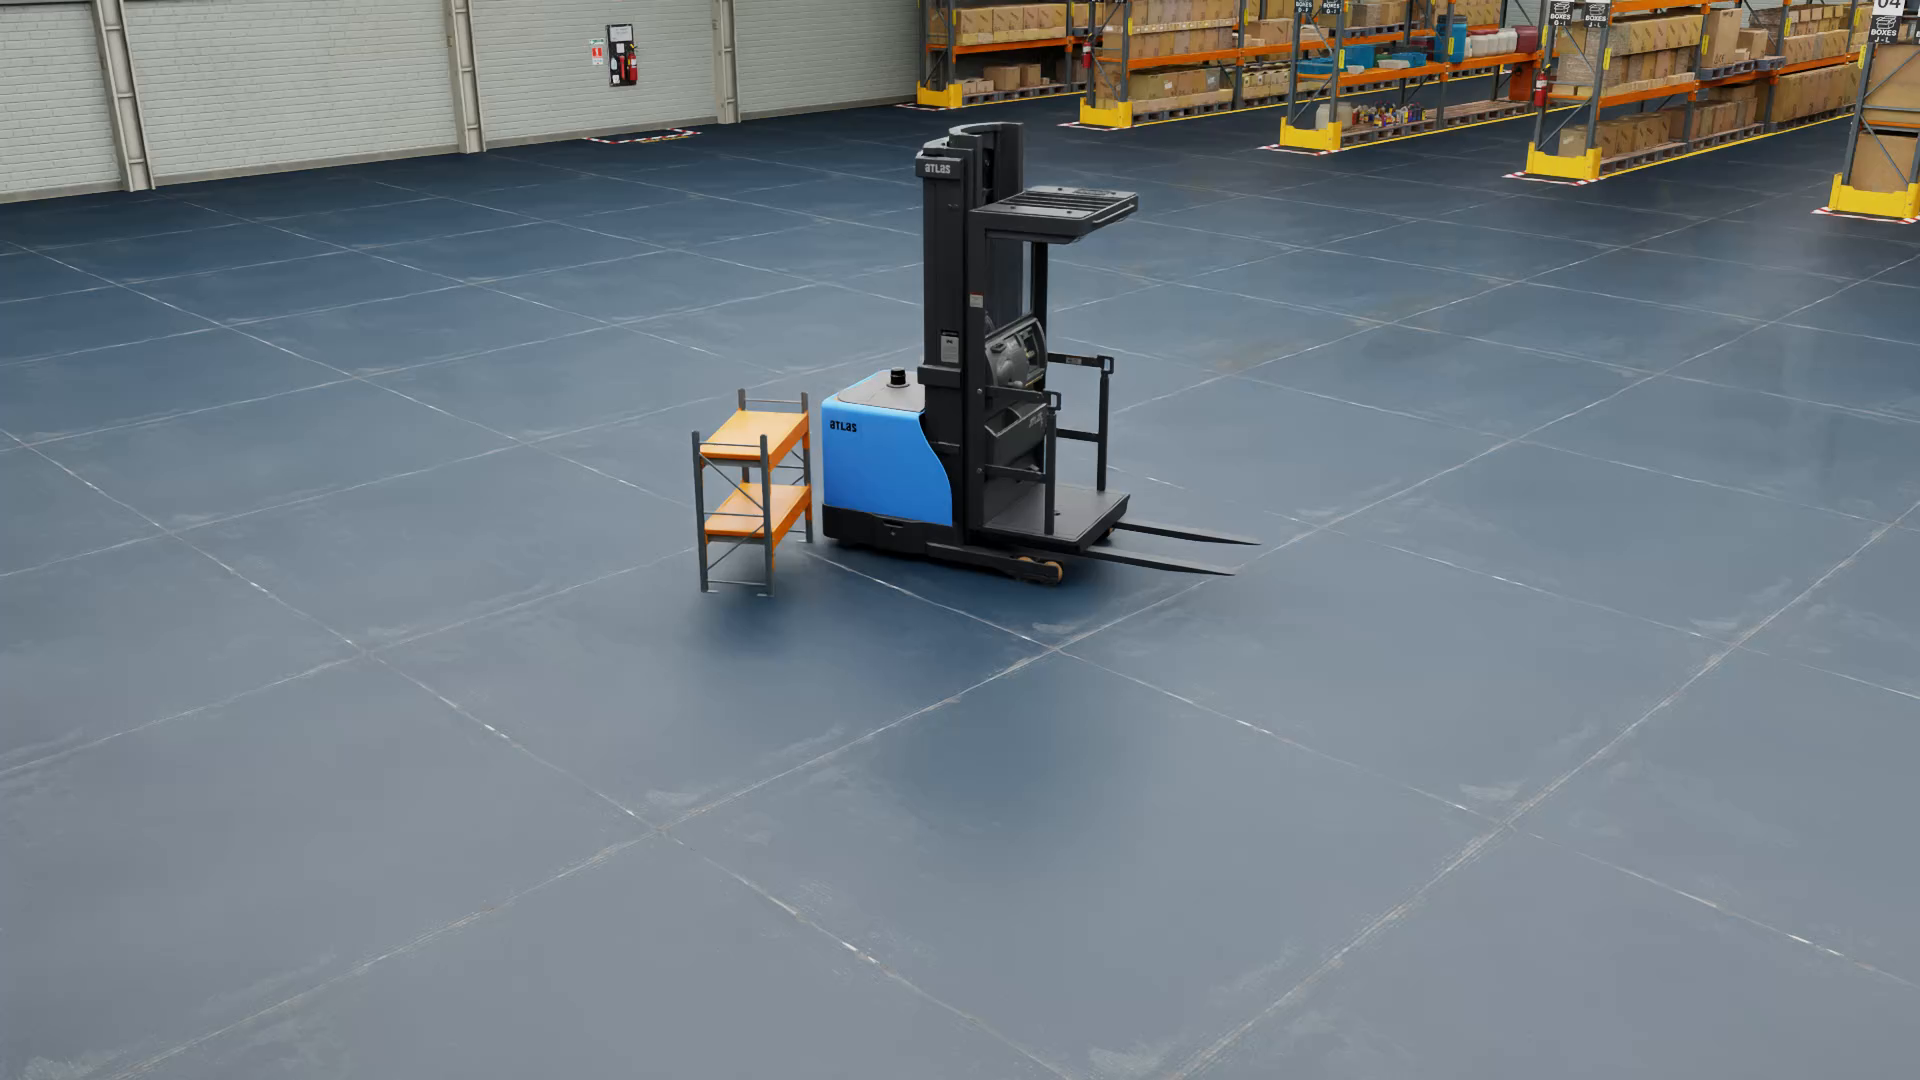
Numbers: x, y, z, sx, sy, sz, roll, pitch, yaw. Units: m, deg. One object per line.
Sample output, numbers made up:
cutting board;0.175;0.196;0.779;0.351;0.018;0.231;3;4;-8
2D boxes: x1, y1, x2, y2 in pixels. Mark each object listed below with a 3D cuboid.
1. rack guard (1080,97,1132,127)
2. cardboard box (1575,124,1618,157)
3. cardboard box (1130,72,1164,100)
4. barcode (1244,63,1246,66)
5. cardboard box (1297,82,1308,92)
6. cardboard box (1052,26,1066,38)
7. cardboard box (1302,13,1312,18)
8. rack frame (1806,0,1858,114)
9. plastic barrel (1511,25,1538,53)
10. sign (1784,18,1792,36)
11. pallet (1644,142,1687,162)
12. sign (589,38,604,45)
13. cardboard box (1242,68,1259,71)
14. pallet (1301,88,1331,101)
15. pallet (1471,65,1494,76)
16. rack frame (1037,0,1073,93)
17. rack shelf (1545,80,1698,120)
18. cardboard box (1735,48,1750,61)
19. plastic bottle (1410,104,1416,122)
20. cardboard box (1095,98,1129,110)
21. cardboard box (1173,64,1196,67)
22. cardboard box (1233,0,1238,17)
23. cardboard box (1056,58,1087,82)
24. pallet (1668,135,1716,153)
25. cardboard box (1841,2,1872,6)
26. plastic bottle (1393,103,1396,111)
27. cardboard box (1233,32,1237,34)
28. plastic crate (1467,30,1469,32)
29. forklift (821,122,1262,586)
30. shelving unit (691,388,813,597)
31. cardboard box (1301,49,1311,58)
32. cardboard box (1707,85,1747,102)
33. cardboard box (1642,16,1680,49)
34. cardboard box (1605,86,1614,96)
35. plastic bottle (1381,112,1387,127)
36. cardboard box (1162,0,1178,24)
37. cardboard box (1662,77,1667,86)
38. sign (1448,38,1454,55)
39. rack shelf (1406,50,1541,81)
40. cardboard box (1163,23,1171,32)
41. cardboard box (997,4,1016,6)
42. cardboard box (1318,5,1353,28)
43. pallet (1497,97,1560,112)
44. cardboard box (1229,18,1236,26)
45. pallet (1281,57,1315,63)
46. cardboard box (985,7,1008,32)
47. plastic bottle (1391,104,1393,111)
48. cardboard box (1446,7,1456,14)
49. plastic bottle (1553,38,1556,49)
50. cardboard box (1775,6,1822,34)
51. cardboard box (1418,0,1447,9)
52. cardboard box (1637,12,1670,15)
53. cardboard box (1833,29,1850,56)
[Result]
rack guard;3.016;-8.863;34.437;1.175;0.500;0.348;19;28;41
cardboard box;10.968;-6.903;28.753;0.500;0.500;0.500;-12;24;-28
cardboard box;3.914;-9.510;34.837;0.500;0.500;0.500;19;28;41
barcode;6.299;-10.512;36.776;0.001;0.075;0.075;19;28;41
cardboard box;7.711;-10.547;38.581;0.500;0.250;0.500;-19;28;-41
cardboard box;2.158;-12.045;39.412;0.500;0.250;0.500;19;28;41
cardboard box;9.256;-15.011;46.529;0.980;0.700;0.700;18;27;38
rack frame;18.499;-10.640;35.577;1.000;3.000;0.127;19;28;41
plastic barrel;12.053;-10.720;35.595;0.600;0.536;0.708;19;28;41
sign;16.104;-9.982;32.361;0.100;0.325;0.005;19;28;41
pallet;12.475;-7.101;30.255;1.003;0.211;1.213;19;28;41
sign;-7.038;-9.650;32.212;0.001;0.109;0.331;19;28;41
cardboard box;6.608;-10.677;38.139;0.500;0.311;0.500;19;28;40
pallet;8.011;-10.589;39.330;1.003;0.211;1.213;19;28;41
pallet;13.586;-12.622;44.621;1.003;0.211;1.213;19;28;41
rack frame;2.271;-12.303;39.903;1.000;3.000;0.127;19;28;41
rack shelf;11.523;-7.734;29.018;1.077;0.370;4.000;19;28;41
cardboard box;14.739;-9.249;31.559;0.396;0.266;0.258;18;28;39
plastic bottle;8.993;-8.505;33.101;0.144;0.351;0.185;18;27;38
cardboard box;3.195;-9.160;34.973;0.500;0.250;0.500;19;28;41
cardboard box;4.932;-10.155;36.517;0.500;0.500;0.500;19;28;41
cardboard box;7.005;-14.112;44.027;0.500;0.500;0.500;19;28;41
cardboard box;2.773;-11.535;40.775;0.500;0.500;0.700;-19;28;-40
pallet;13.460;-7.483;31.248;1.003;0.211;1.213;19;28;41
cardboard box;20.055;-11.768;37.261;0.500;0.500;0.500;18;28;39
plastic bottle;8.833;-8.783;33.935;0.097;0.271;0.097;0;21;0
cardboard box;6.305;-11.273;37.411;0.396;0.266;0.258;18;28;39
plastic crate;10.813;-10.543;35.234;0.402;0.464;0.583;19;28;41
forklift;0.569;-1.272;11.299;3.031;2.935;1.130;10;23;23
shelving unit;-1.402;-0.345;11.403;0.538;1.125;1.048;4;21;9
cardboard box;9.526;-13.954;47.096;0.700;0.500;0.500;18;27;39
cardboard box;14.900;-8.682;32.308;0.500;0.250;0.500;-16;26;-36
cardboard box;12.104;-8.794;28.827;0.500;0.500;0.500;19;28;41
cardboard box;10.685;-7.511;27.786;0.380;0.149;0.250;19;28;41
plastic bottle;8.238;-8.174;32.334;0.133;0.283;0.061;-20;28;-41
cardboard box;4.118;-11.085;34.786;0.700;0.500;0.500;19;28;41
cardboard box;12.217;-8.103;29.326;0.380;0.149;0.250;19;28;41
sign;9.756;-9.812;33.036;0.100;0.325;0.005;19;28;41
rack shelf;10.765;-10.002;34.918;1.077;0.370;4.000;19;28;41
cardboard box;4.180;-10.698;34.684;0.380;0.149;0.250;18;27;39
cardboard box;1.079;-12.265;38.940;0.500;0.500;0.500;-19;28;-41
cardboard box;8.972;-12.525;39.756;0.700;0.500;0.500;9;23;23
pallet;12.680;-9.763;37.181;1.003;0.211;1.213;19;28;41
cardboard box;5.787;-11.290;36.224;0.380;0.149;0.250;19;28;41
pallet;9.290;-13.549;47.031;1.003;0.211;1.213;19;28;41
cardboard box;0.746;-11.867;37.905;0.500;0.500;0.500;18;27;39
plastic bottle;8.704;-8.672;33.629;0.061;0.283;0.133;19;28;41
cardboard box;12.310;-13.363;42.520;0.500;0.500;0.500;-20;28;-41
plastic bottle;13.016;-10.943;36.537;0.152;0.276;0.135;19;28;41
cardboard box;17.150;-10.652;34.069;0.637;0.503;0.797;-19;28;-40
cardboard box;11.934;-13.685;41.964;0.500;0.500;0.500;-19;28;-41
cardboard box;12.422;-9.184;29.840;0.500;0.500;0.500;19;28;41
cardboard box;18.368;-10.498;35.068;0.500;0.500;0.500;19;28;41
